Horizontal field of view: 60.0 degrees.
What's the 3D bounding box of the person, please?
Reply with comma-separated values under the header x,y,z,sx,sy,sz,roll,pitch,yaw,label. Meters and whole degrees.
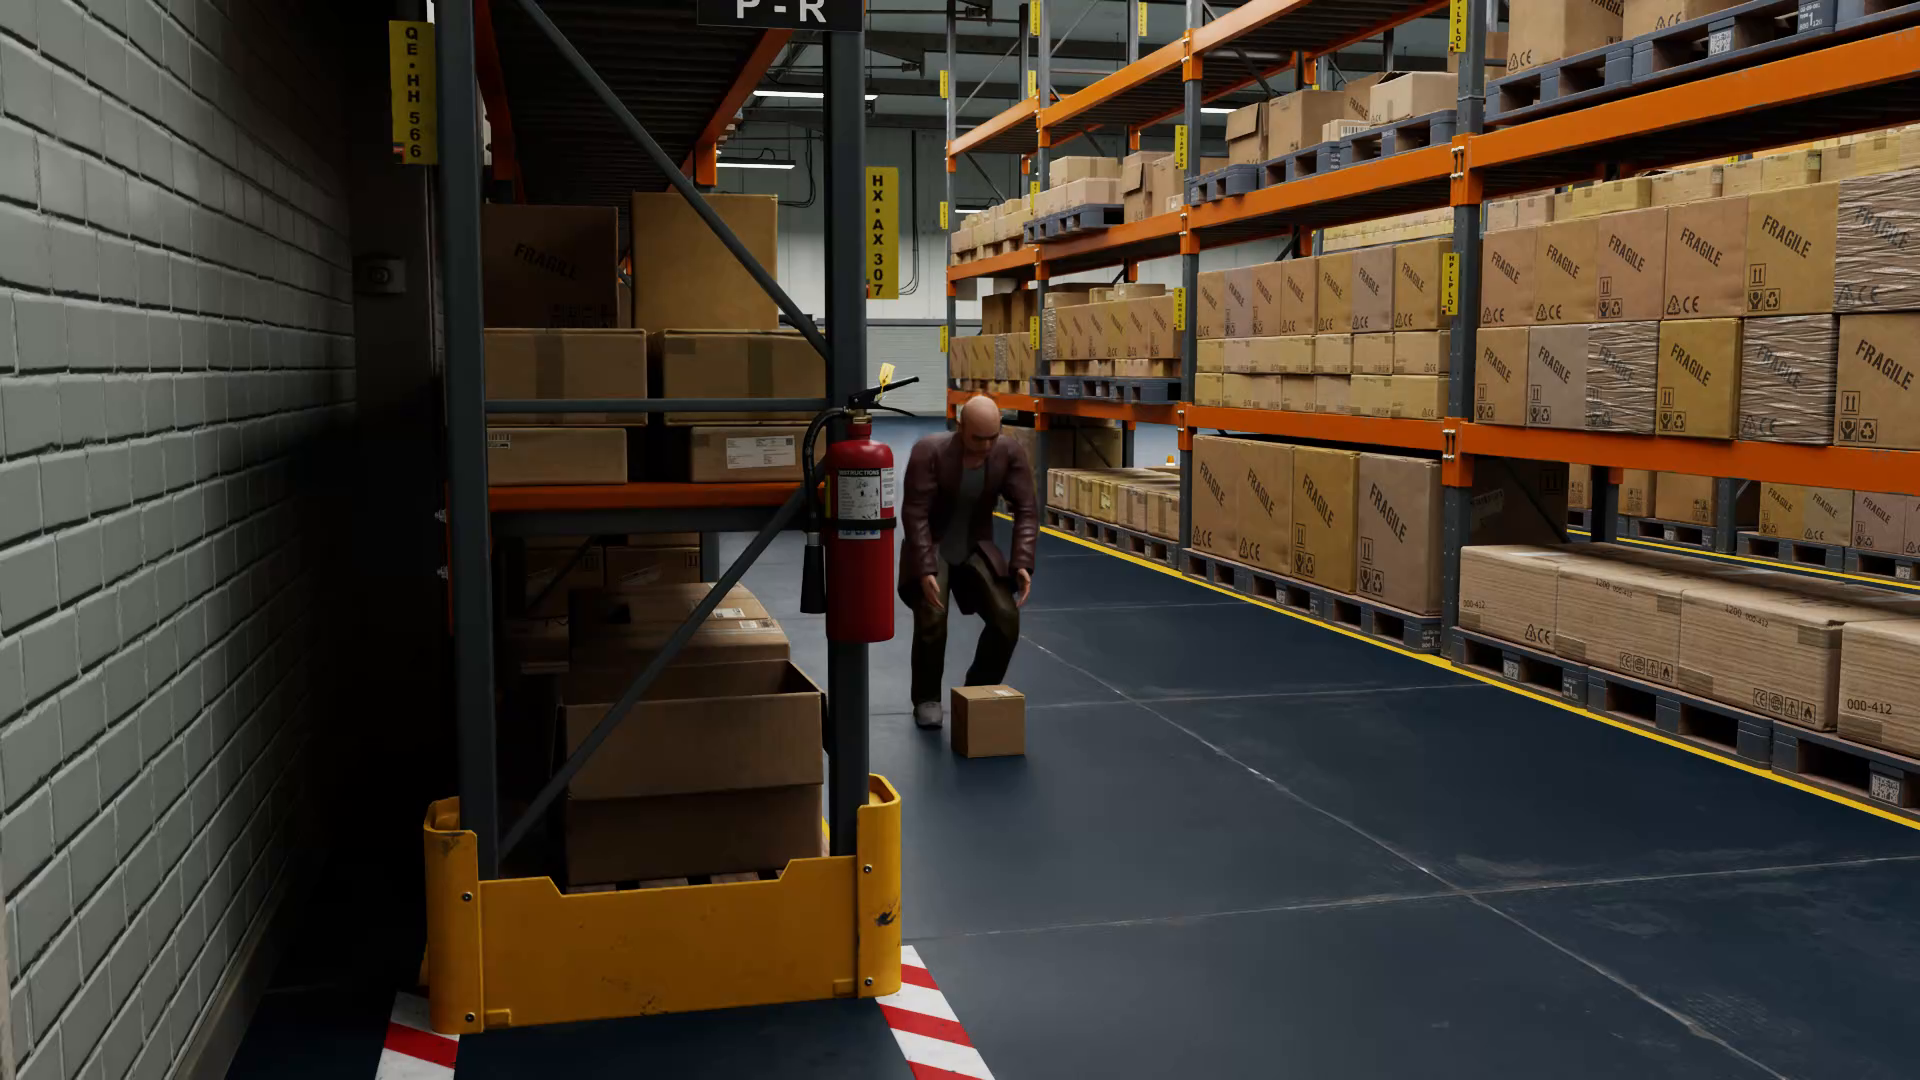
x,y,z,sx,sy,sz,roll,pitch,yaw,label
0.027,0.096,7.467,0.630,1.470,0.681,-1,6,-13,person
